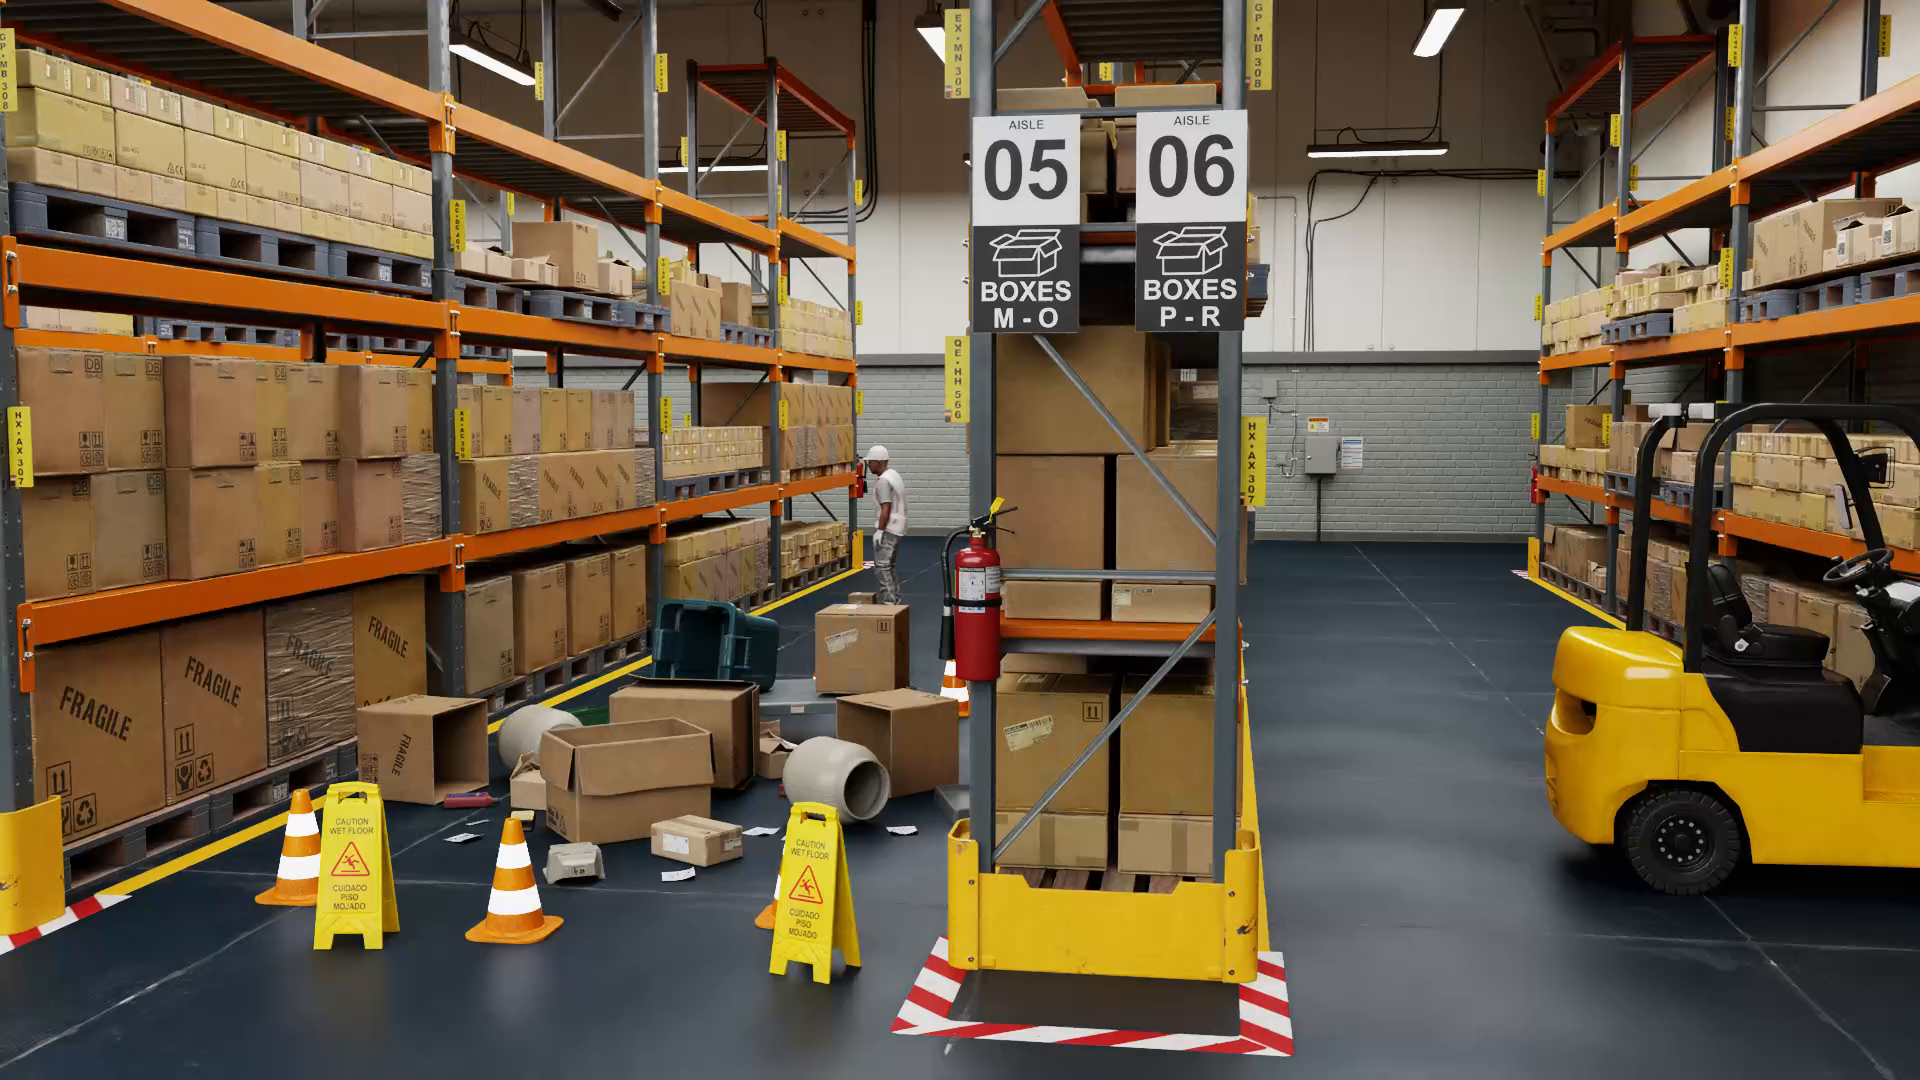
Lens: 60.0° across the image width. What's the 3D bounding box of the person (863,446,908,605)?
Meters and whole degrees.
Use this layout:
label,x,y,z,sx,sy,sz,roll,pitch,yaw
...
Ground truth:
label,x,y,z,sx,sy,sz,roll,pitch,yaw
person,-0.766,-0.078,17.031,0.449,1.773,0.614,1,4,8
